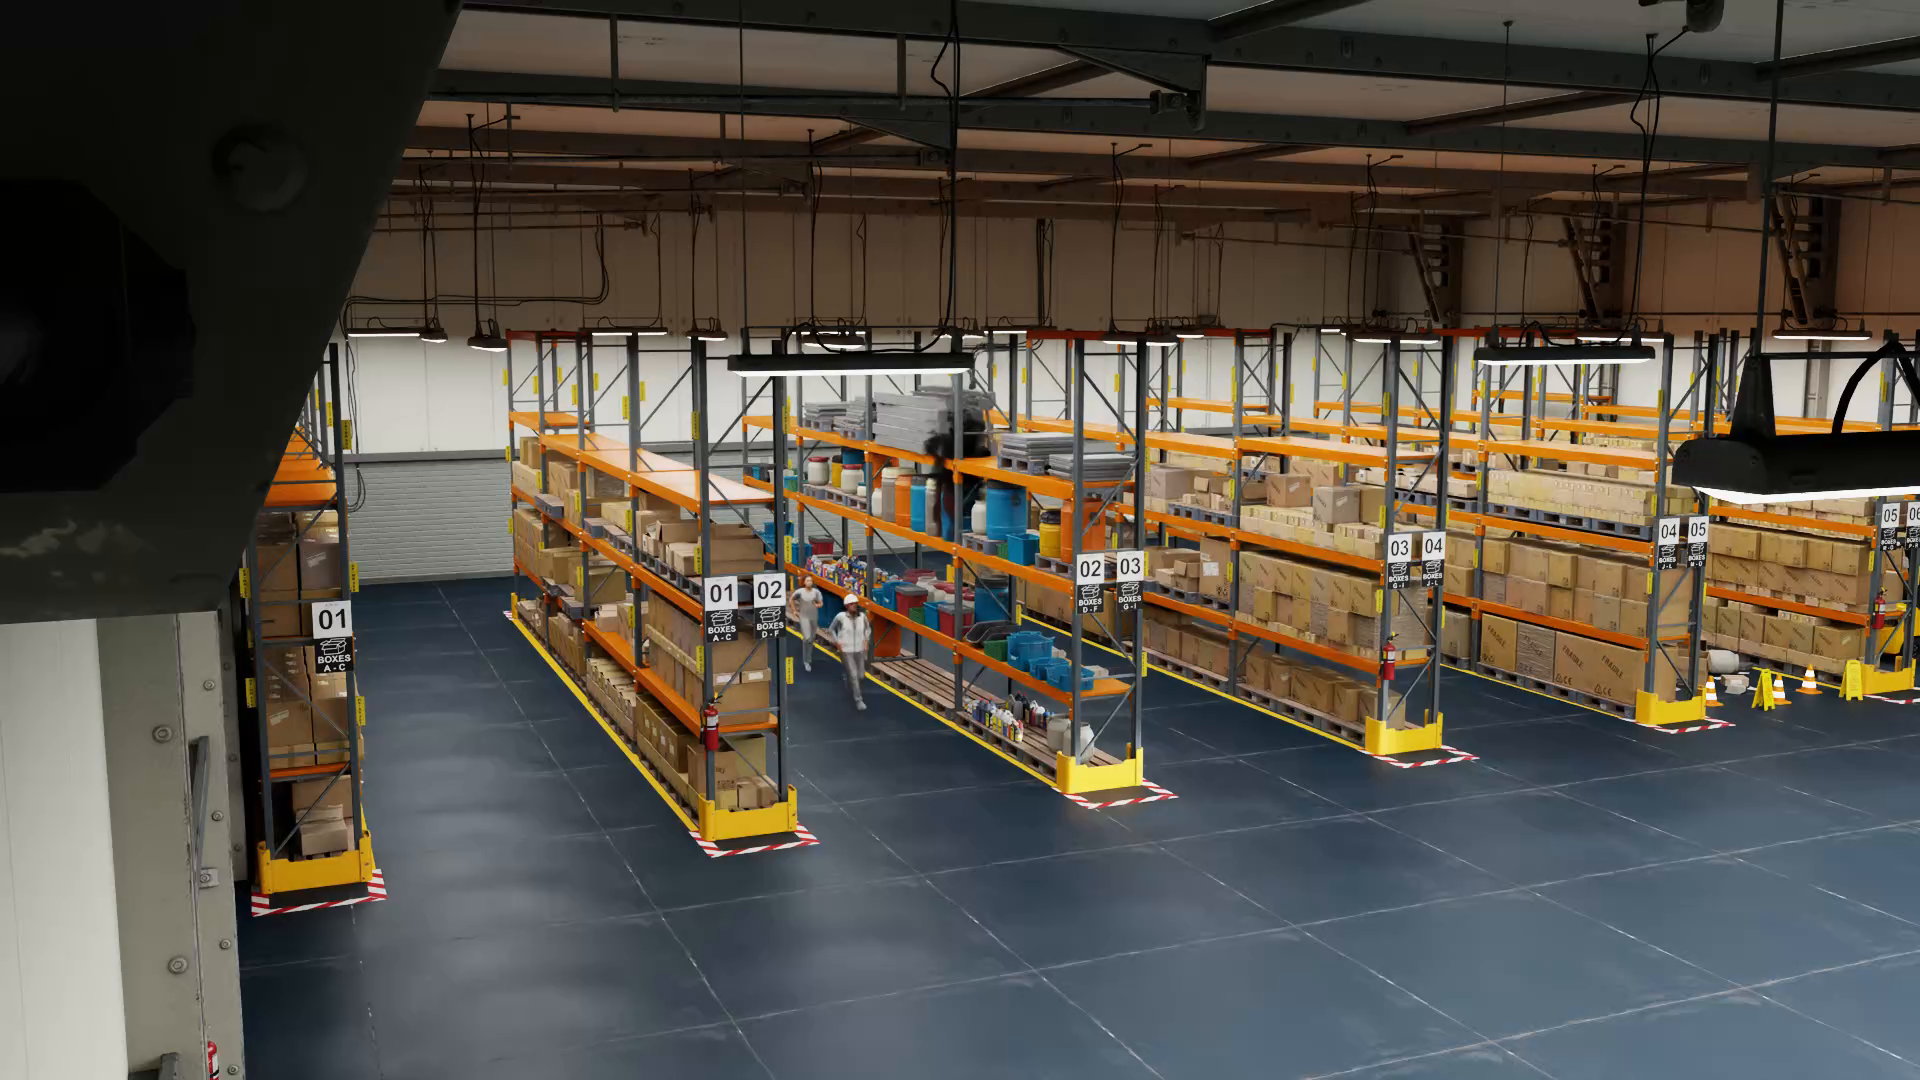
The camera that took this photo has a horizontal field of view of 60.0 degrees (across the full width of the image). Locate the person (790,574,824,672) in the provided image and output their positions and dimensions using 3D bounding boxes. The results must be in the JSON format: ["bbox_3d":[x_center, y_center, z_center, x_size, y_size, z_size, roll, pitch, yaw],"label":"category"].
[{"bbox_3d":[-2.729,1.460,29.783,0.538,1.721,0.766,-4,9,-25],"label":"person"}]

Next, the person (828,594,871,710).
[{"bbox_3d":[-1.693,1.696,25.693,0.684,1.766,0.805,-4,9,-25],"label":"person"}]

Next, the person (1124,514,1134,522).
[{"bbox_3d":[4.115,-0.129,41.643,0.646,1.692,0.648,-1,8,-11],"label":"person"}]
